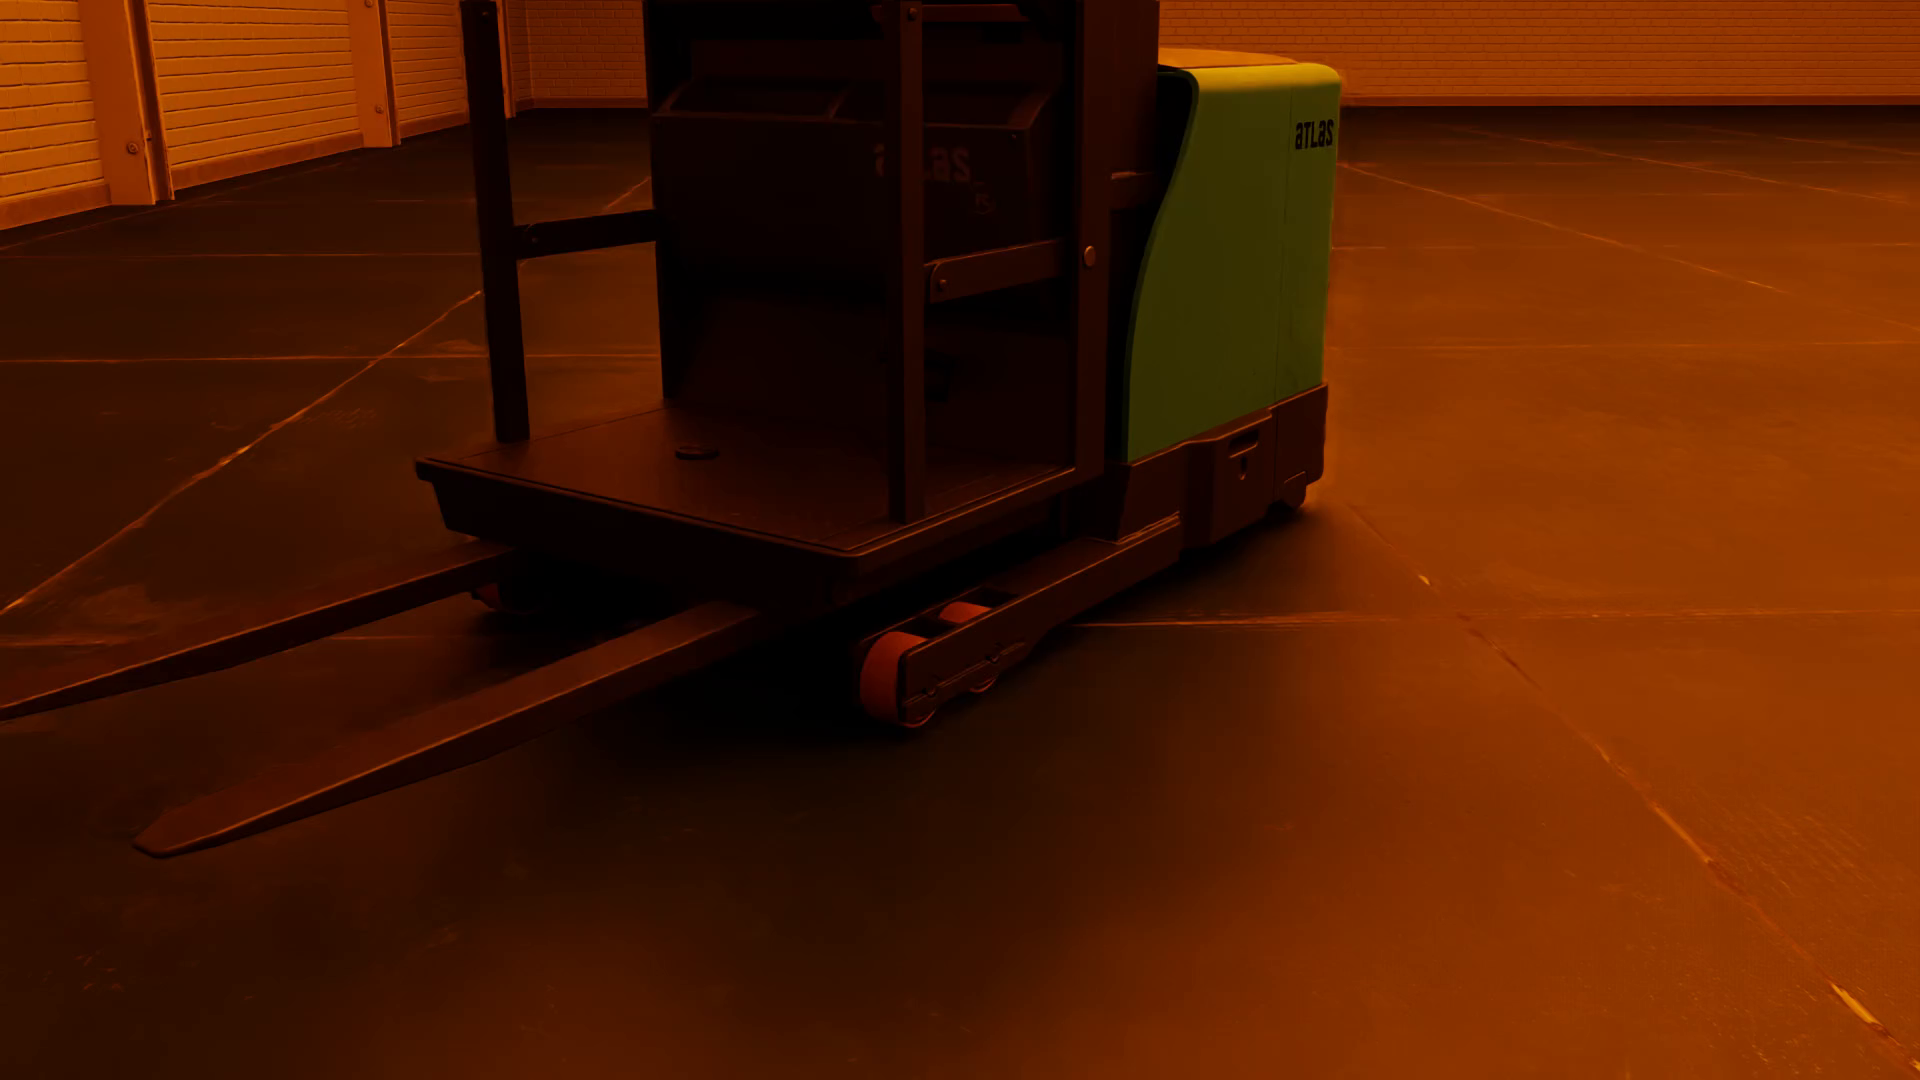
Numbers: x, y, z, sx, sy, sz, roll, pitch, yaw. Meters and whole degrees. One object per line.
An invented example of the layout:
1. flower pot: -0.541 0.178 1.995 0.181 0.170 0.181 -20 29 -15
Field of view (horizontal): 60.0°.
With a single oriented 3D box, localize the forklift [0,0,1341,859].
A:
1. forklift: -0.341 -1.237 2.951 1.130 2.935 3.031 12 21 33
